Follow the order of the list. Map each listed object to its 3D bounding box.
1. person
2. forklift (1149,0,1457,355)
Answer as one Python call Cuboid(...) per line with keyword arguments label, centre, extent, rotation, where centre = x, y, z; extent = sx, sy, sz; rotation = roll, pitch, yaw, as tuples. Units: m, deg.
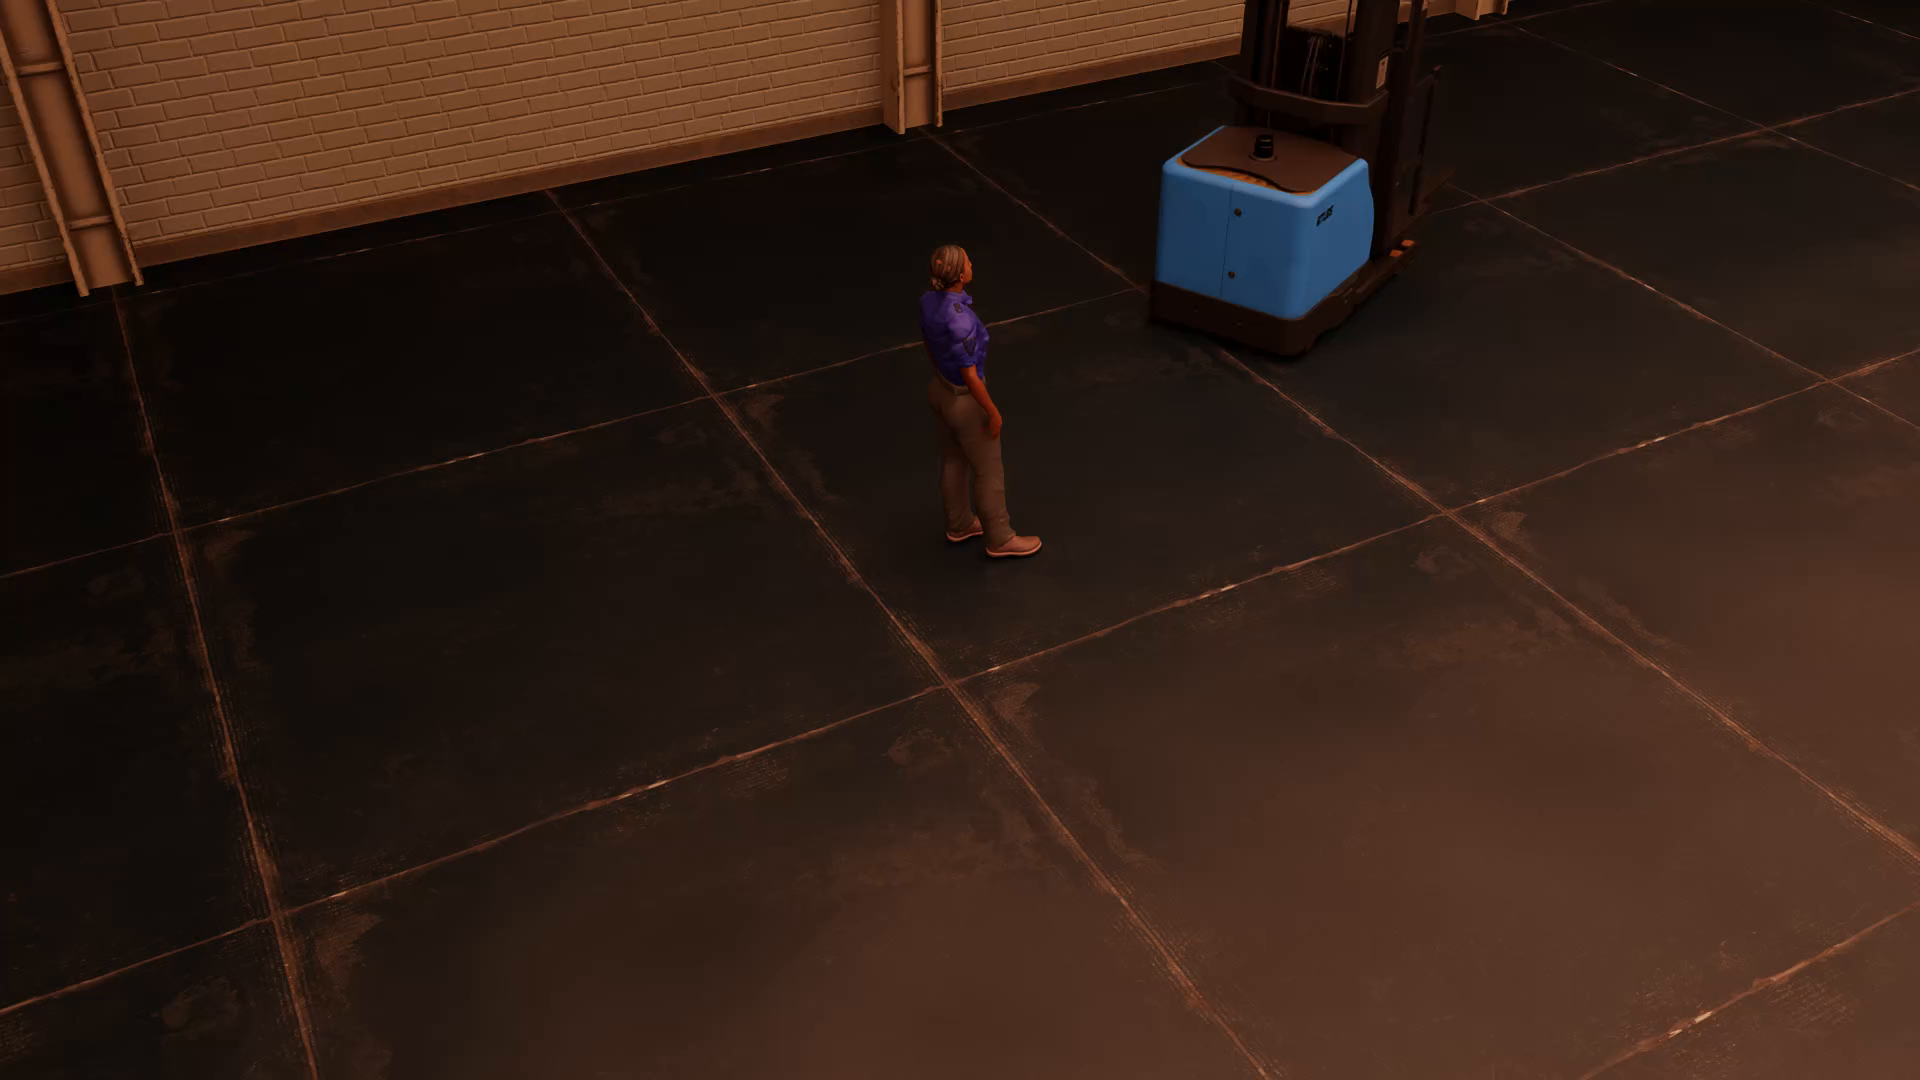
Cuboid(label="person", centre=(0.087, -0.695, 8.200), extent=(0.503, 1.656, 0.570), rotation=(-17, 39, -23))
Cuboid(label="forklift", centre=(2.469, -3.126, 10.546), extent=(1.130, 2.935, 3.031), rotation=(22, 41, 28))
